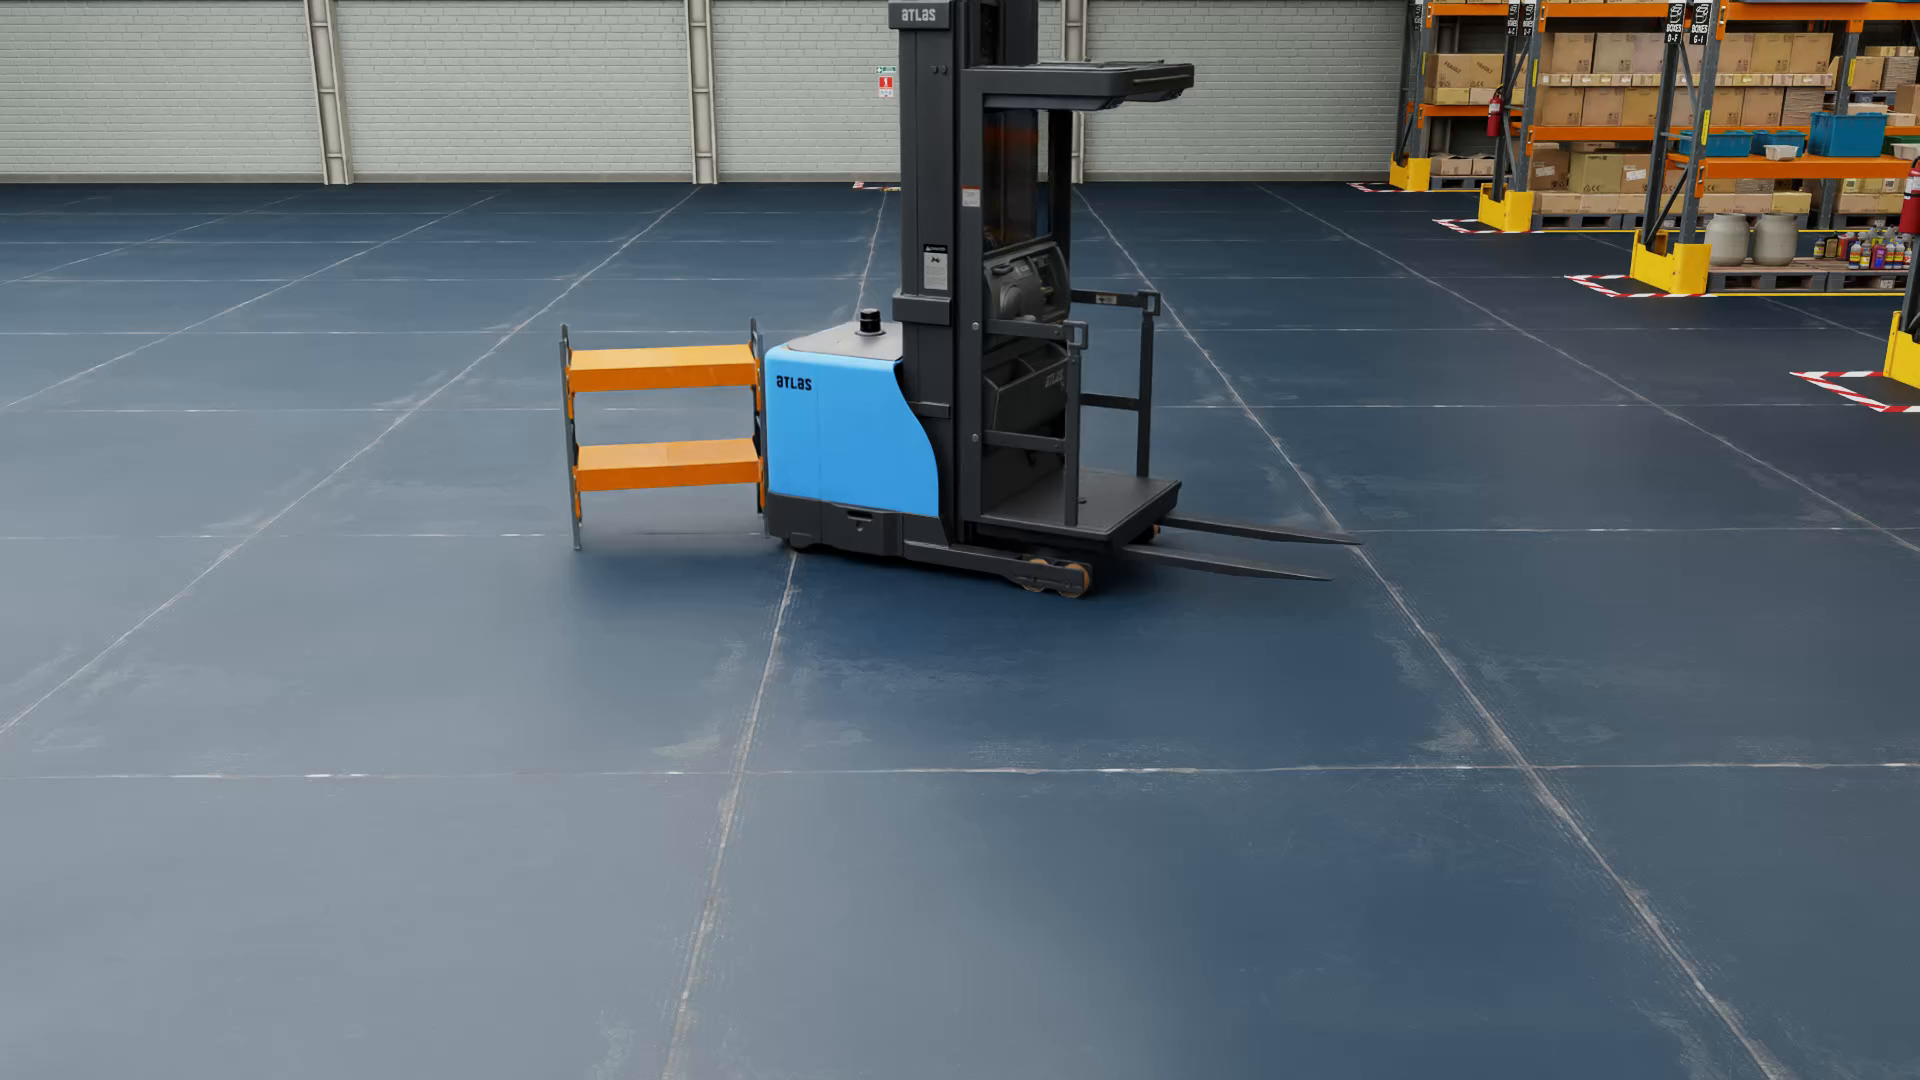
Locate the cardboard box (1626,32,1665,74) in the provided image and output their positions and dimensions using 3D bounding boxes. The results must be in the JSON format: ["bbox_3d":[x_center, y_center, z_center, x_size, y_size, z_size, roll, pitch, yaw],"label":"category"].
[{"bbox_3d":[8.764,-6.257,21.354,0.500,0.500,0.700,0,18,-1],"label":"cardboard box"}]

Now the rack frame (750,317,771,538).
[{"bbox_3d":[-1.100,-0.623,9.146,0.032,1.125,0.500,-4,18,-11],"label":"rack frame"}]

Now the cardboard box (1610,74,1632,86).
[{"bbox_3d":[8.376,-5.882,21.247,0.250,0.149,0.380,-1,18,-2],"label":"cardboard box"}]

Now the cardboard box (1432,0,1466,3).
[{"bbox_3d":[7.471,-8.510,25.557,0.500,0.500,0.500,0,18,1],"label":"cardboard box"}]

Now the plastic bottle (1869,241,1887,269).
[{"bbox_3d":[9.333,-2.898,16.899,0.133,0.283,0.061,0,18,0],"label":"plastic bottle"}]

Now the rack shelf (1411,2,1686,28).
[{"bbox_3d":[9.132,-8.194,25.948,4.000,0.370,1.077,0,18,-1],"label":"rack shelf"}]

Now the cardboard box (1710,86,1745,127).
[{"bbox_3d":[9.741,-5.643,21.565,0.500,0.500,0.700,0,18,0],"label":"cardboard box"}]

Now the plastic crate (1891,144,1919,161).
[{"bbox_3d":[9.669,-3.882,16.669,0.437,0.136,0.530,0,18,-1],"label":"plastic crate"}]

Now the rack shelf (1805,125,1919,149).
[{"bbox_3d":[13.214,-5.272,21.750,4.000,0.370,1.077,0,18,-1],"label":"rack shelf"}]

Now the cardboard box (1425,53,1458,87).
[{"bbox_3d":[7.601,-7.461,26.381,0.500,0.500,0.500,0,18,-1],"label":"cardboard box"}]

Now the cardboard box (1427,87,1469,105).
[{"bbox_3d":[7.626,-6.942,25.991,0.500,0.250,0.500,-1,18,-2],"label":"cardboard box"}]

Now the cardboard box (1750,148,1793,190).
[{"bbox_3d":[10.745,-4.946,22.143,0.500,0.500,0.500,0,18,-1],"label":"cardboard box"}]

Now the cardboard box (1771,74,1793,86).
[{"bbox_3d":[10.436,-5.892,21.280,0.250,0.149,0.380,-1,18,-2],"label":"cardboard box"}]

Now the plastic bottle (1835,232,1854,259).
[{"bbox_3d":[9.371,-3.121,17.606,0.135,0.276,0.152,0,18,0],"label":"plastic bottle"}]

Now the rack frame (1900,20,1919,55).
[{"bbox_3d":[15.132,-7.138,26.387,0.127,3.000,1.000,0,18,-1],"label":"rack frame"}]

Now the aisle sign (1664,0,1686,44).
[{"bbox_3d":[7.212,-5.401,16.719,0.004,0.787,0.394,0,18,-1],"label":"aisle sign"}]

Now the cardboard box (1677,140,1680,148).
[{"bbox_3d":[11.868,-6.146,26.668,0.500,0.500,0.700,0,18,1],"label":"cardboard box"}]

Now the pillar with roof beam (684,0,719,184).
[{"bbox_3d":[-4.112,-8.850,21.905,0.400,9.000,9.100,0,18,-1],"label":"pillar with roof beam"}]

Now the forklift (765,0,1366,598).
[{"bbox_3d":[0.523,-1.294,8.284,3.031,2.935,1.130,9,20,25],"label":"forklift"}]

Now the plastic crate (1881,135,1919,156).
[{"bbox_3d":[9.927,-4.071,17.175,0.662,0.188,0.450,0,18,-1],"label":"plastic crate"}]

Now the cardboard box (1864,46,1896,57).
[{"bbox_3d":[14.466,-7.687,26.153,0.250,0.149,0.380,-3,18,-10],"label":"cardboard box"}]

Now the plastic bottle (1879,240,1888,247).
[{"bbox_3d":[9.721,-3.052,17.511,0.097,0.201,0.097,0,18,0],"label":"plastic bottle"}]

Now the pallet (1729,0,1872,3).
[{"bbox_3d":[8.118,-5.386,16.324,1.213,0.211,1.003,0,18,-1],"label":"pallet"}]

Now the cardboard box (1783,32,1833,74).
[{"bbox_3d":[10.770,-6.267,21.384,0.500,0.500,0.700,0,18,-1],"label":"cardboard box"}]

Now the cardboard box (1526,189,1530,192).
[{"bbox_3d":[7.746,-4.570,22.196,0.500,0.250,0.500,0,18,-1],"label":"cardboard box"}]

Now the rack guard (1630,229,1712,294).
[{"bbox_3d":[7.364,-2.898,17.262,0.348,0.500,1.175,0,18,-1],"label":"rack guard"}]

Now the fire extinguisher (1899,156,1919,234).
[{"bbox_3d":[7.245,-2.664,12.567,0.183,0.674,0.296,0,18,-1],"label":"fire extinguisher"}]

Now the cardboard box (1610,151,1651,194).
[{"bbox_3d":[8.754,-4.778,21.617,0.500,0.500,0.500,0,18,-1],"label":"cardboard box"}]

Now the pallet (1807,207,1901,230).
[{"bbox_3d":[11.950,-4.293,22.085,1.213,0.211,1.003,0,18,-1],"label":"pallet"}]

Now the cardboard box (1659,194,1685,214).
[{"bbox_3d":[9.254,-4.418,21.723,0.500,0.250,0.500,0,18,-1],"label":"cardboard box"}]

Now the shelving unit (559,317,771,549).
[{"bbox_3d":[-1.598,-0.592,9.051,1.048,1.125,0.538,-4,18,-11],"label":"shelving unit"}]

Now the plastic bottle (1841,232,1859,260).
[{"bbox_3d":[9.373,-3.092,17.503,0.133,0.283,0.061,0,18,-1],"label":"plastic bottle"}]

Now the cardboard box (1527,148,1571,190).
[{"bbox_3d":[7.746,-4.927,22.083,0.500,0.500,0.500,0,18,-1],"label":"cardboard box"}]

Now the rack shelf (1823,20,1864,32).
[{"bbox_3d":[13.214,-6.701,21.292,4.000,0.370,1.077,0,18,-1],"label":"rack shelf"}]

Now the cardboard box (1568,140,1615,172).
[{"bbox_3d":[10.095,-6.120,26.588,0.500,0.500,0.500,-2,18,-5],"label":"cardboard box"}]

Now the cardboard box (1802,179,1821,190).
[{"bbox_3d":[11.614,-4.853,22.160,0.500,0.311,0.500,0,18,-1],"label":"cardboard box"}]

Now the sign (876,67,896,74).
[{"bbox_3d":[-1.202,-7.633,27.005,0.331,0.109,0.001,0,18,-1],"label":"sign"}]

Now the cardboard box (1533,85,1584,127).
[{"bbox_3d":[7.681,-5.632,21.530,0.500,0.500,0.700,0,18,-1],"label":"cardboard box"}]

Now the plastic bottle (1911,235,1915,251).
[{"bbox_3d":[10.120,-3.142,17.659,0.133,0.283,0.061,1,18,2],"label":"plastic bottle"}]

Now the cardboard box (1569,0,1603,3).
[{"bbox_3d":[9.572,-8.513,25.567,0.500,0.500,0.500,-1,18,-3],"label":"cardboard box"}]

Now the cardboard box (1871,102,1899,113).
[{"bbox_3d":[12.090,-5.602,21.819,0.258,0.266,0.396,-1,18,-2],"label":"cardboard box"}]

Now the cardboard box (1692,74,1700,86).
[{"bbox_3d":[9.410,-5.887,21.264,0.250,0.149,0.380,0,18,1],"label":"cardboard box"}]

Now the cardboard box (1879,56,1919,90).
[{"bbox_3d":[14.662,-7.389,26.288,0.500,0.500,0.700,-2,18,-7],"label":"cardboard box"}]

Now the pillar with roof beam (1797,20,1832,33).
[{"bbox_3d":[13.886,-8.937,22.176,0.400,9.000,9.100,0,18,-1],"label":"pillar with roof beam"}]
